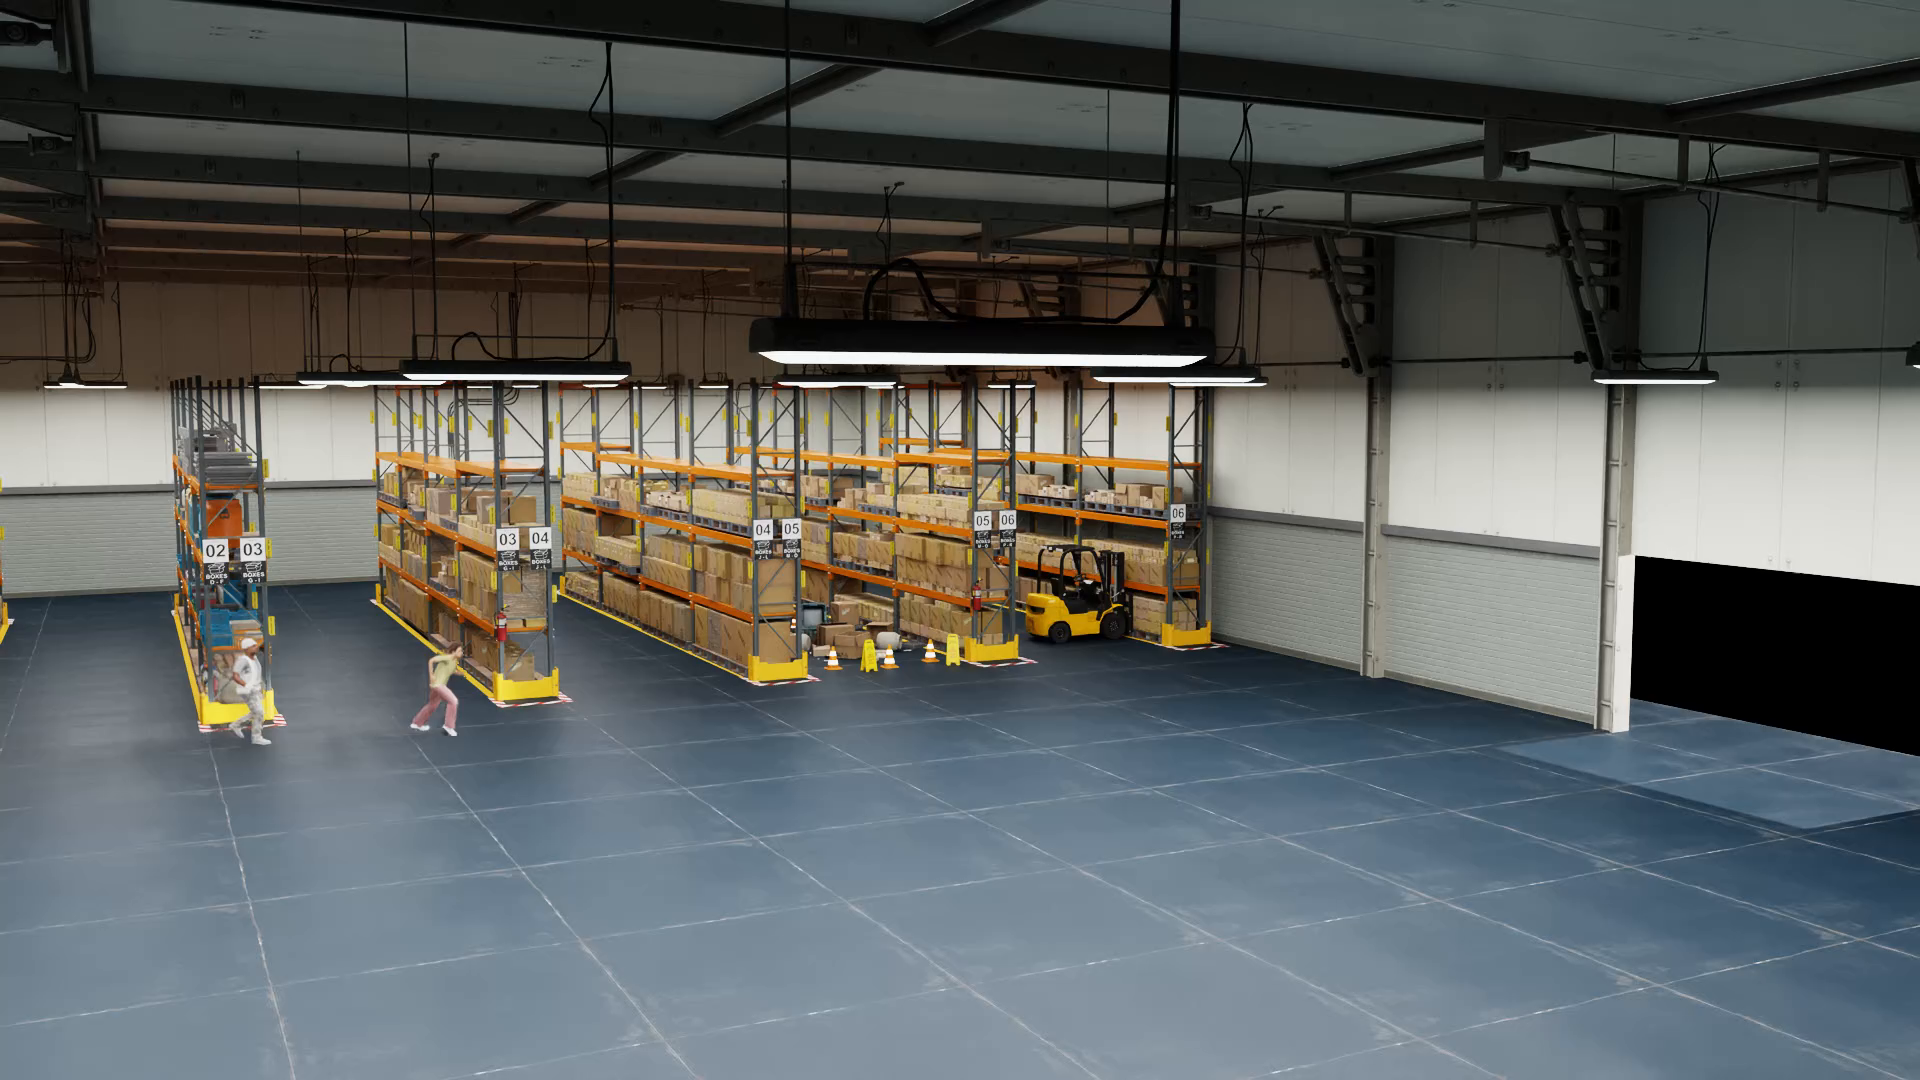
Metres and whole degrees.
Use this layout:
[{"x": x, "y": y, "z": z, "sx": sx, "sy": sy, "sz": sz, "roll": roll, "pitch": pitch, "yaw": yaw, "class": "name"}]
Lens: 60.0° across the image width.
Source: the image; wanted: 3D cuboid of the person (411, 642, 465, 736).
[{"x": -8.719, "y": 2.502, "z": 27.698, "sx": 0.944, "sy": 1.613, "sz": 0.621, "roll": 1, "pitch": 5, "yaw": 6, "class": "person"}]

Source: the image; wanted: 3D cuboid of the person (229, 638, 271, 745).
[{"x": -11.567, "y": 2.463, "z": 26.935, "sx": 0.685, "sy": 1.756, "sz": 0.719, "roll": 0, "pitch": 5, "yaw": -3, "class": "person"}]
